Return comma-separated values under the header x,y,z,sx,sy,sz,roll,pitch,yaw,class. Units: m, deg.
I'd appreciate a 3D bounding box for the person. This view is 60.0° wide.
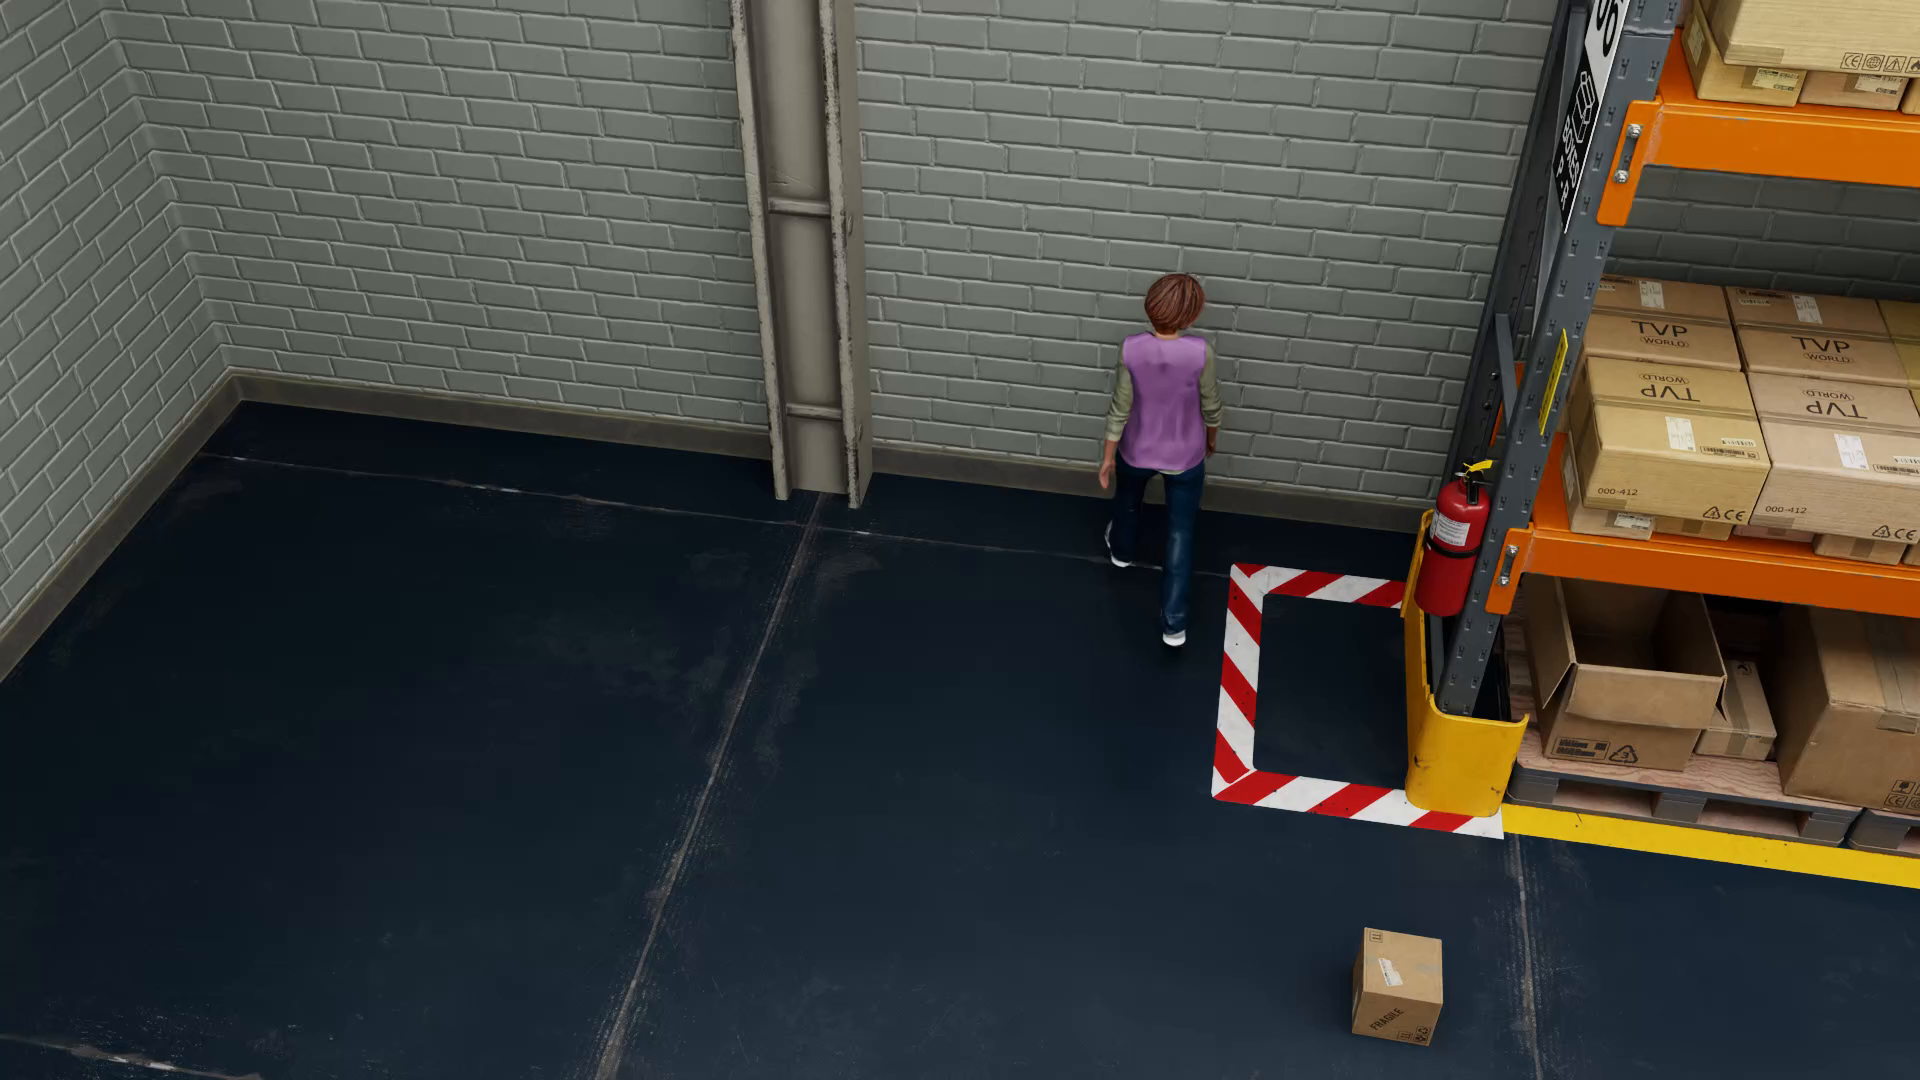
x,y,z,sx,sy,sz,roll,pitch,yaw,class
0.791,-0.360,6.577,0.452,1.540,0.799,6,41,7,person
